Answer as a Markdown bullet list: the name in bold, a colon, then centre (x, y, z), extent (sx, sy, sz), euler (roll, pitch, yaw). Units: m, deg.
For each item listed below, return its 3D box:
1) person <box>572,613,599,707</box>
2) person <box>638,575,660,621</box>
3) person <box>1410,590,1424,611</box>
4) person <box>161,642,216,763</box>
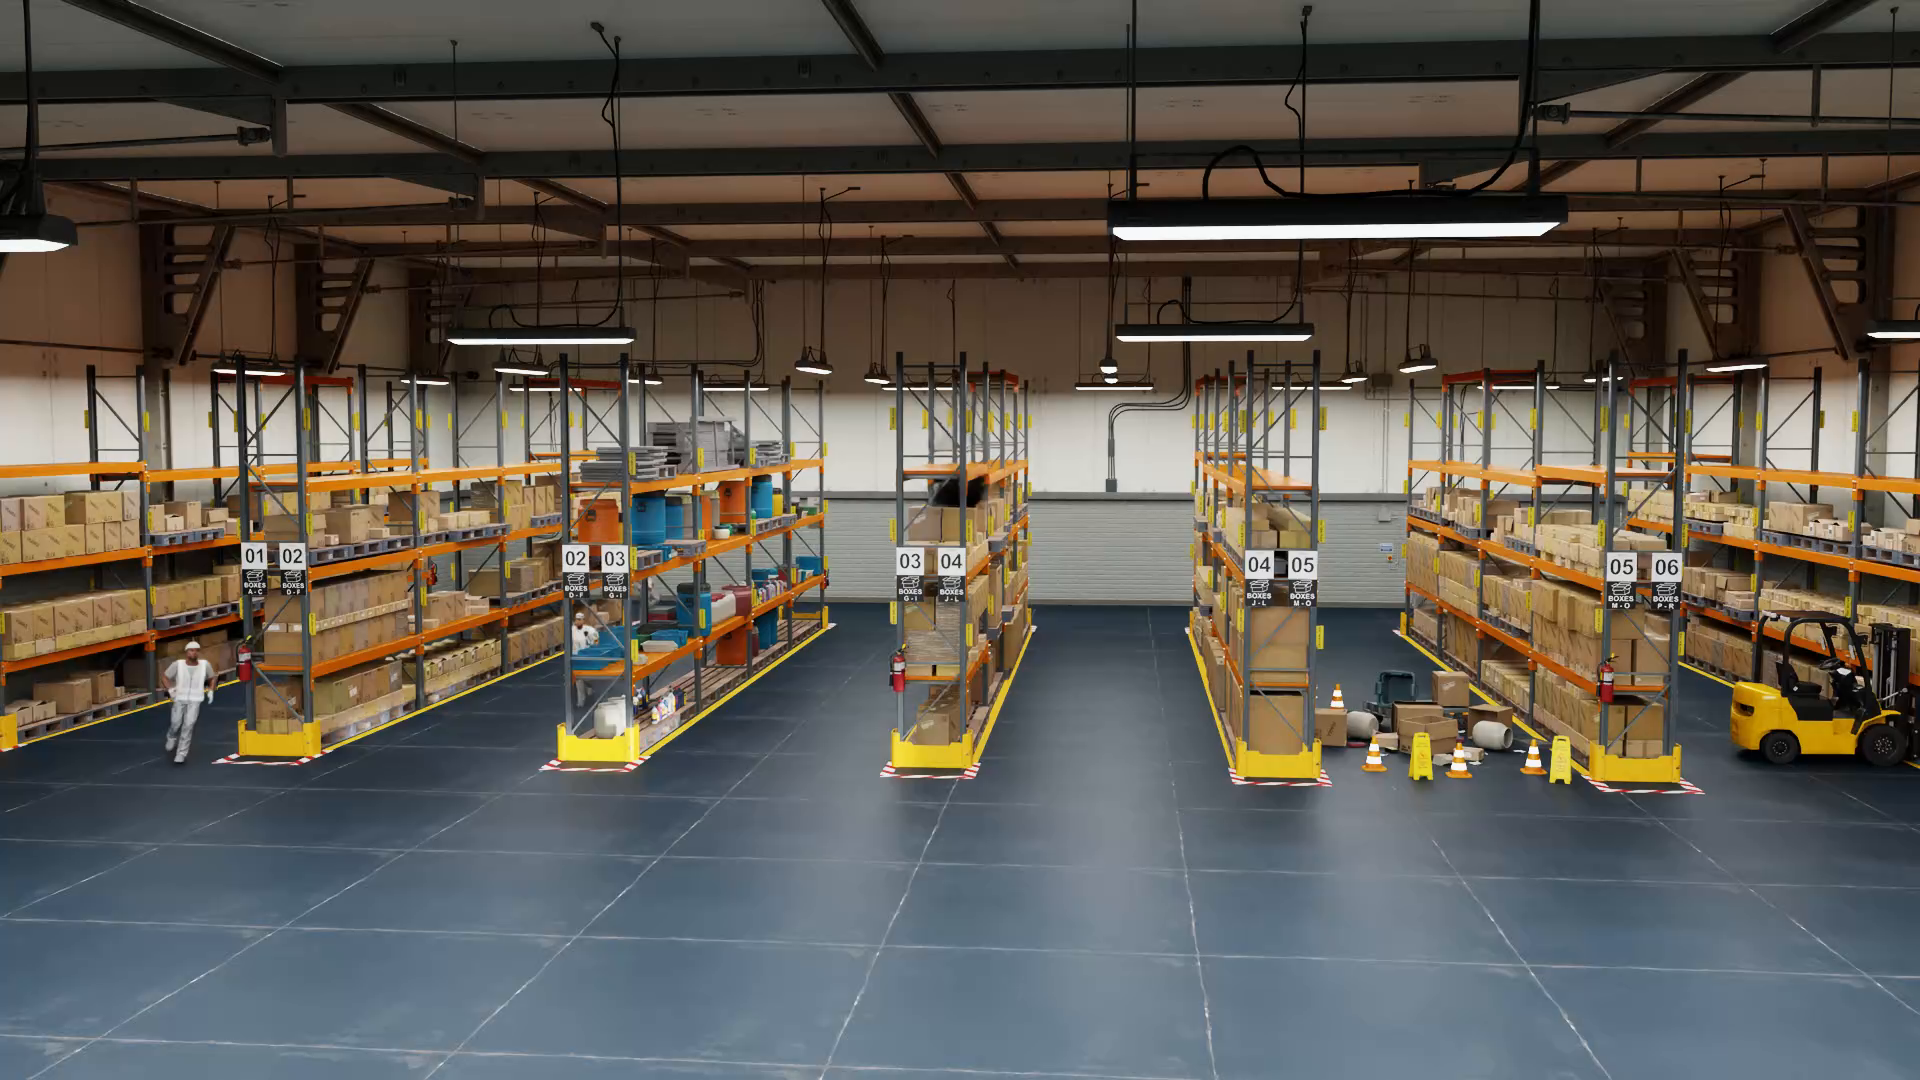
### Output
- **person**: centre (-6.656, 2.104, 29.493), extent (0.606, 1.665, 0.661), euler (0, 4, 3)
- **person**: centre (-7.831, 1.212, 41.719), extent (0.547, 1.662, 0.598), euler (1, 4, 18)
- **person**: centre (11.150, 1.267, 40.467), extent (0.580, 1.717, 0.699), euler (0, 4, -6)
- **person**: centre (-11.438, 2.379, 24.701), extent (0.742, 1.734, 0.878), euler (-2, 5, -28)
